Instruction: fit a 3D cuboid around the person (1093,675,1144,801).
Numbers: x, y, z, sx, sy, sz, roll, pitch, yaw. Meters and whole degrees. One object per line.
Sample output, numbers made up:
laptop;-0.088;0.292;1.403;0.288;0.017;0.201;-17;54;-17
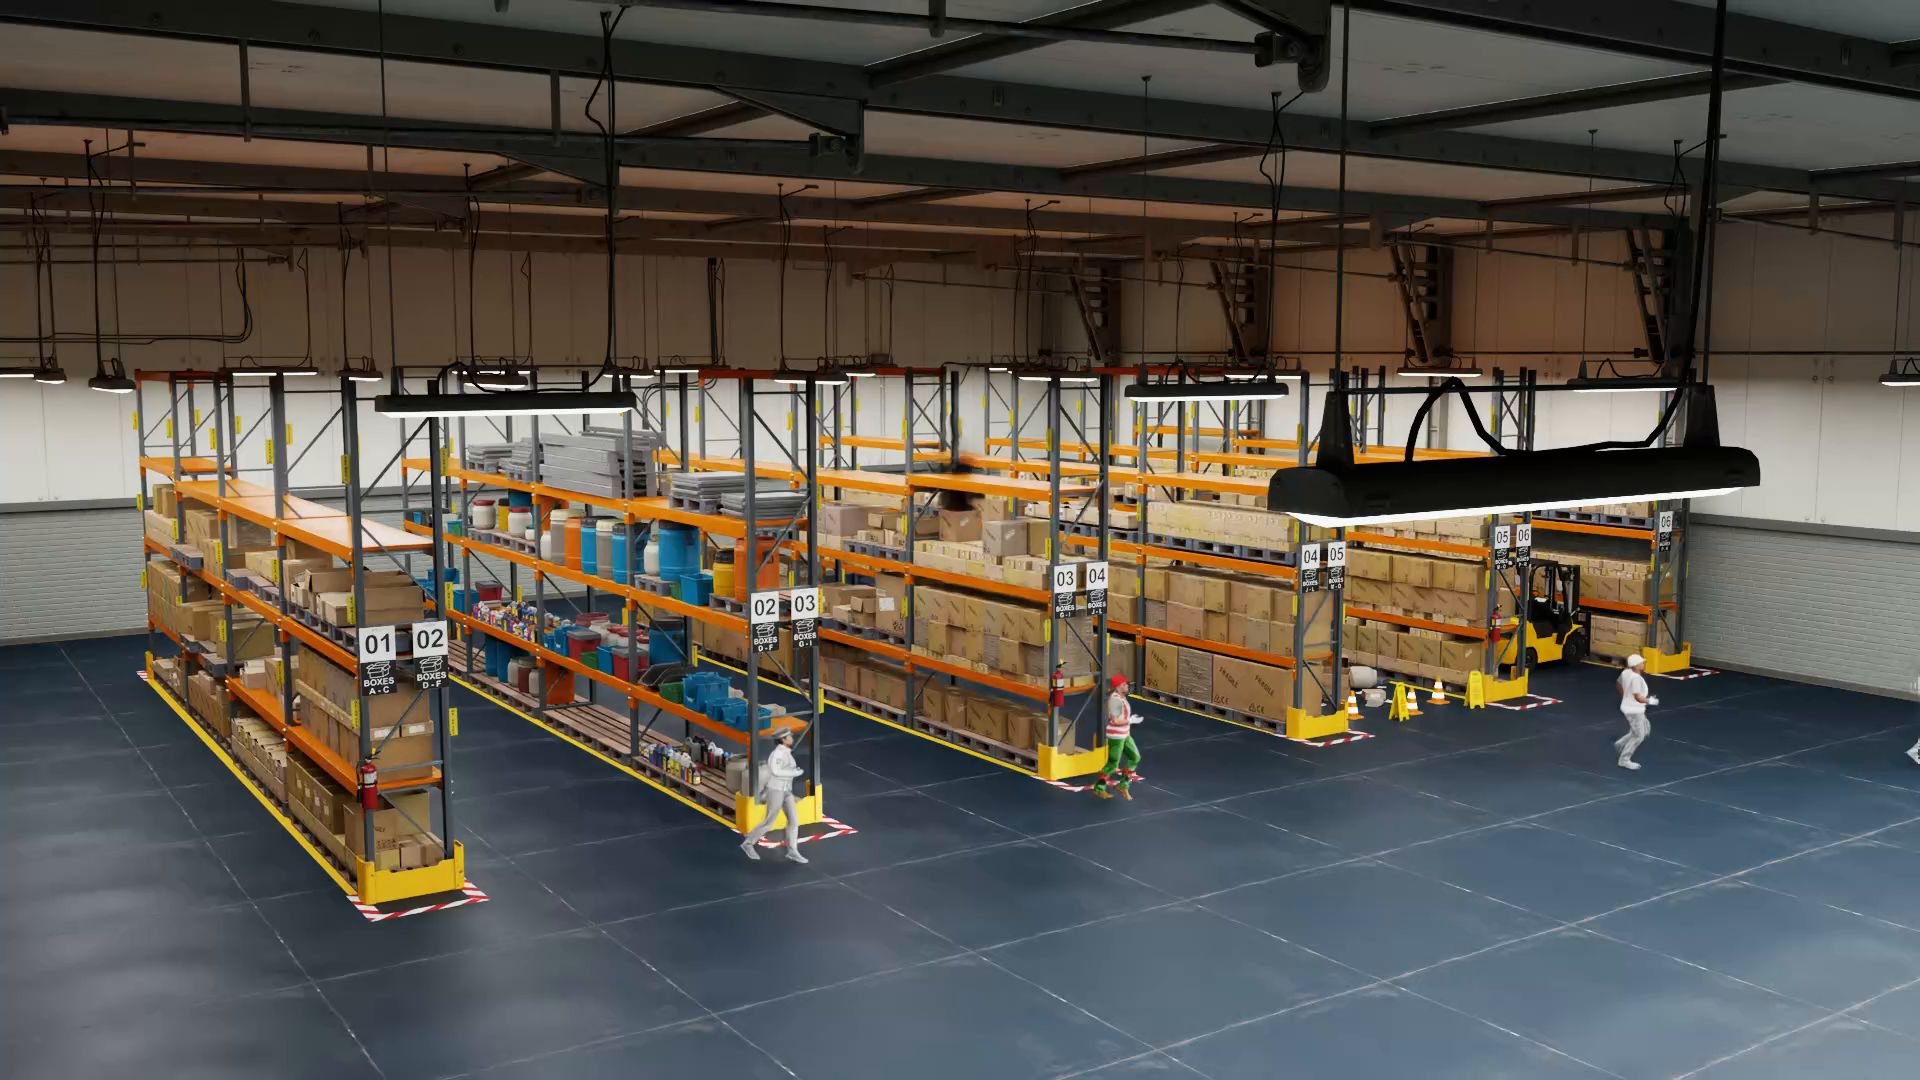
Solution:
person;2.250;2.808;23.456;0.720;1.842;0.633;2;7;18

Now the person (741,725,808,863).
person;-2.267;3.156;20.819;0.860;1.683;0.626;1;7;10

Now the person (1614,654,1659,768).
person;10.315;2.602;25.338;0.572;1.744;0.739;1;7;10

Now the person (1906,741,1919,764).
person;14.988;2.623;25.287;0.992;1.675;0.623;3;7;24

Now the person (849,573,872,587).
person;-2.551;0.749;42.547;0.612;1.618;0.602;-3;7;-28
